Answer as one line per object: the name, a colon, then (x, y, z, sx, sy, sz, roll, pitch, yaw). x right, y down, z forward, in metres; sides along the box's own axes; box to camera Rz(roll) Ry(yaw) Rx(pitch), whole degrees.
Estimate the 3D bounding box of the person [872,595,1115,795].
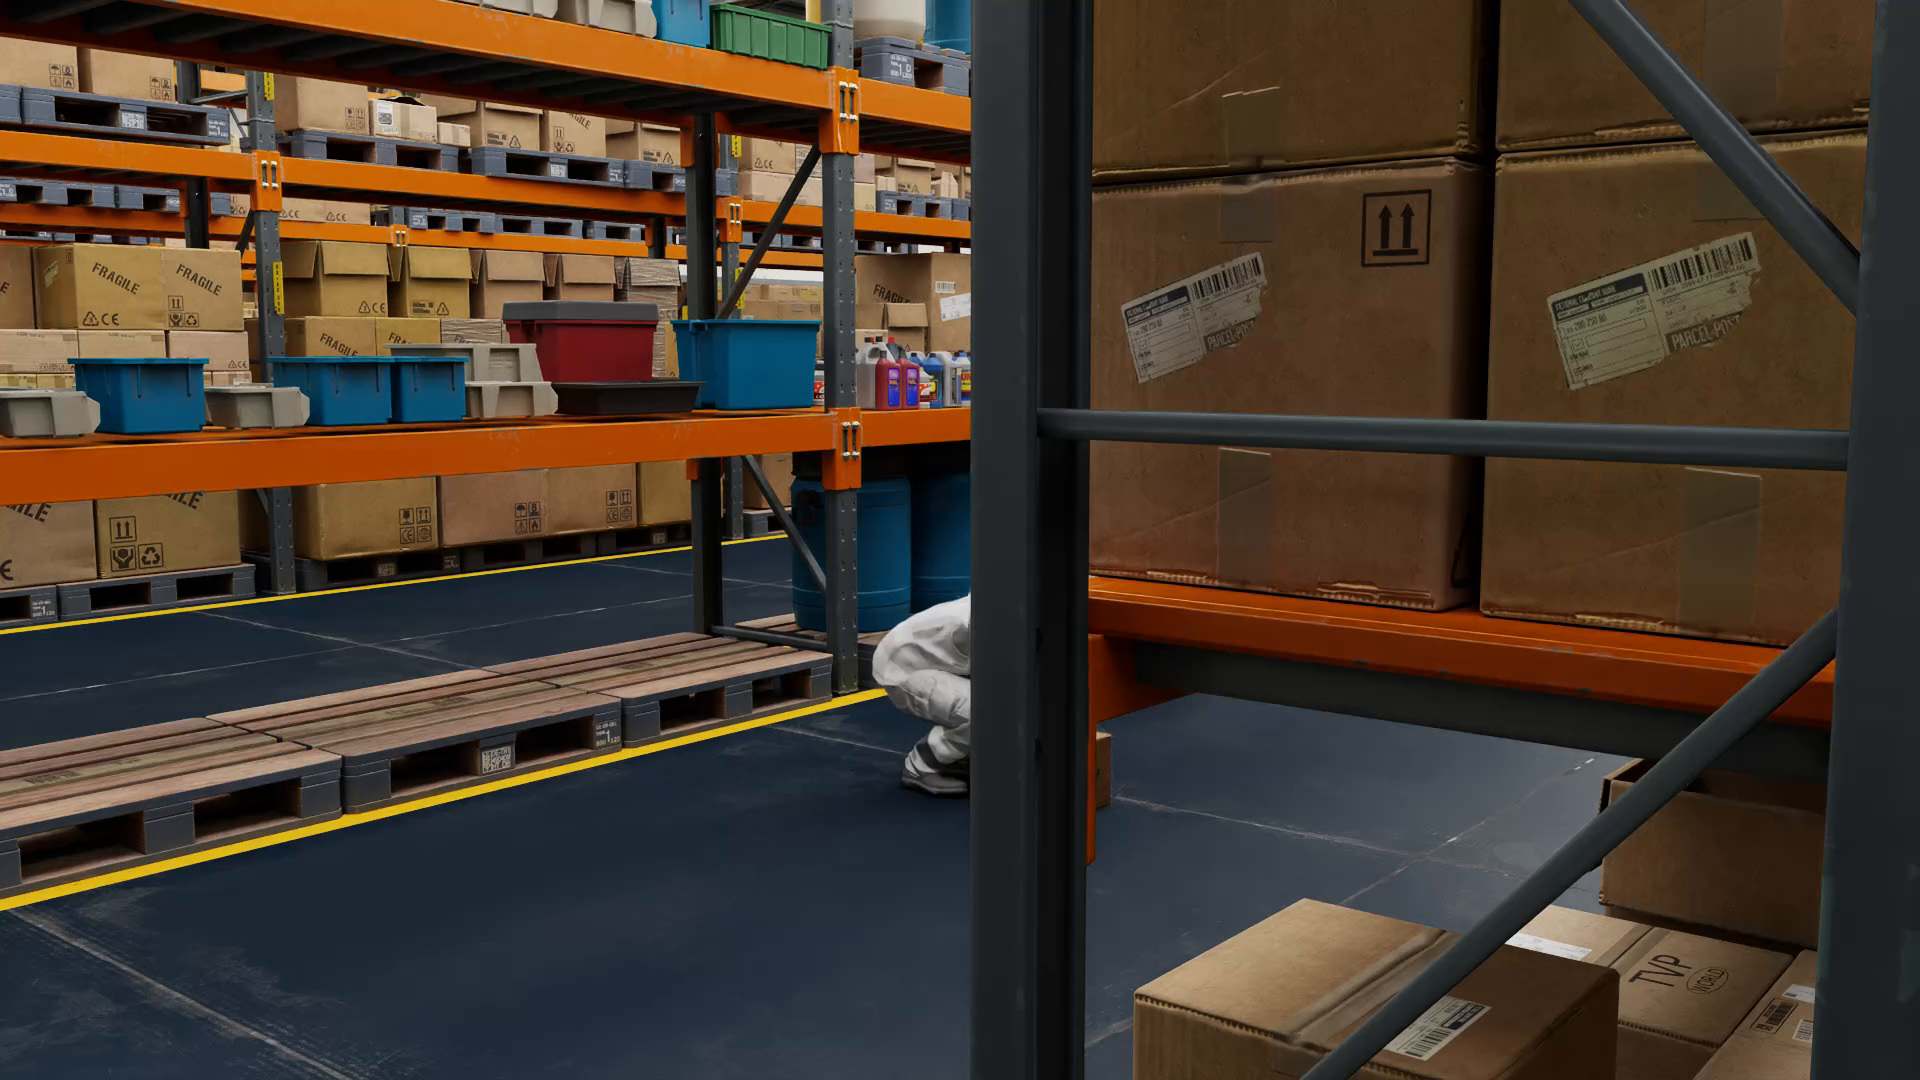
person: (0.121, 0.564, 5.992, 0.920, 0.869, 0.546, 5, 8, 38)
